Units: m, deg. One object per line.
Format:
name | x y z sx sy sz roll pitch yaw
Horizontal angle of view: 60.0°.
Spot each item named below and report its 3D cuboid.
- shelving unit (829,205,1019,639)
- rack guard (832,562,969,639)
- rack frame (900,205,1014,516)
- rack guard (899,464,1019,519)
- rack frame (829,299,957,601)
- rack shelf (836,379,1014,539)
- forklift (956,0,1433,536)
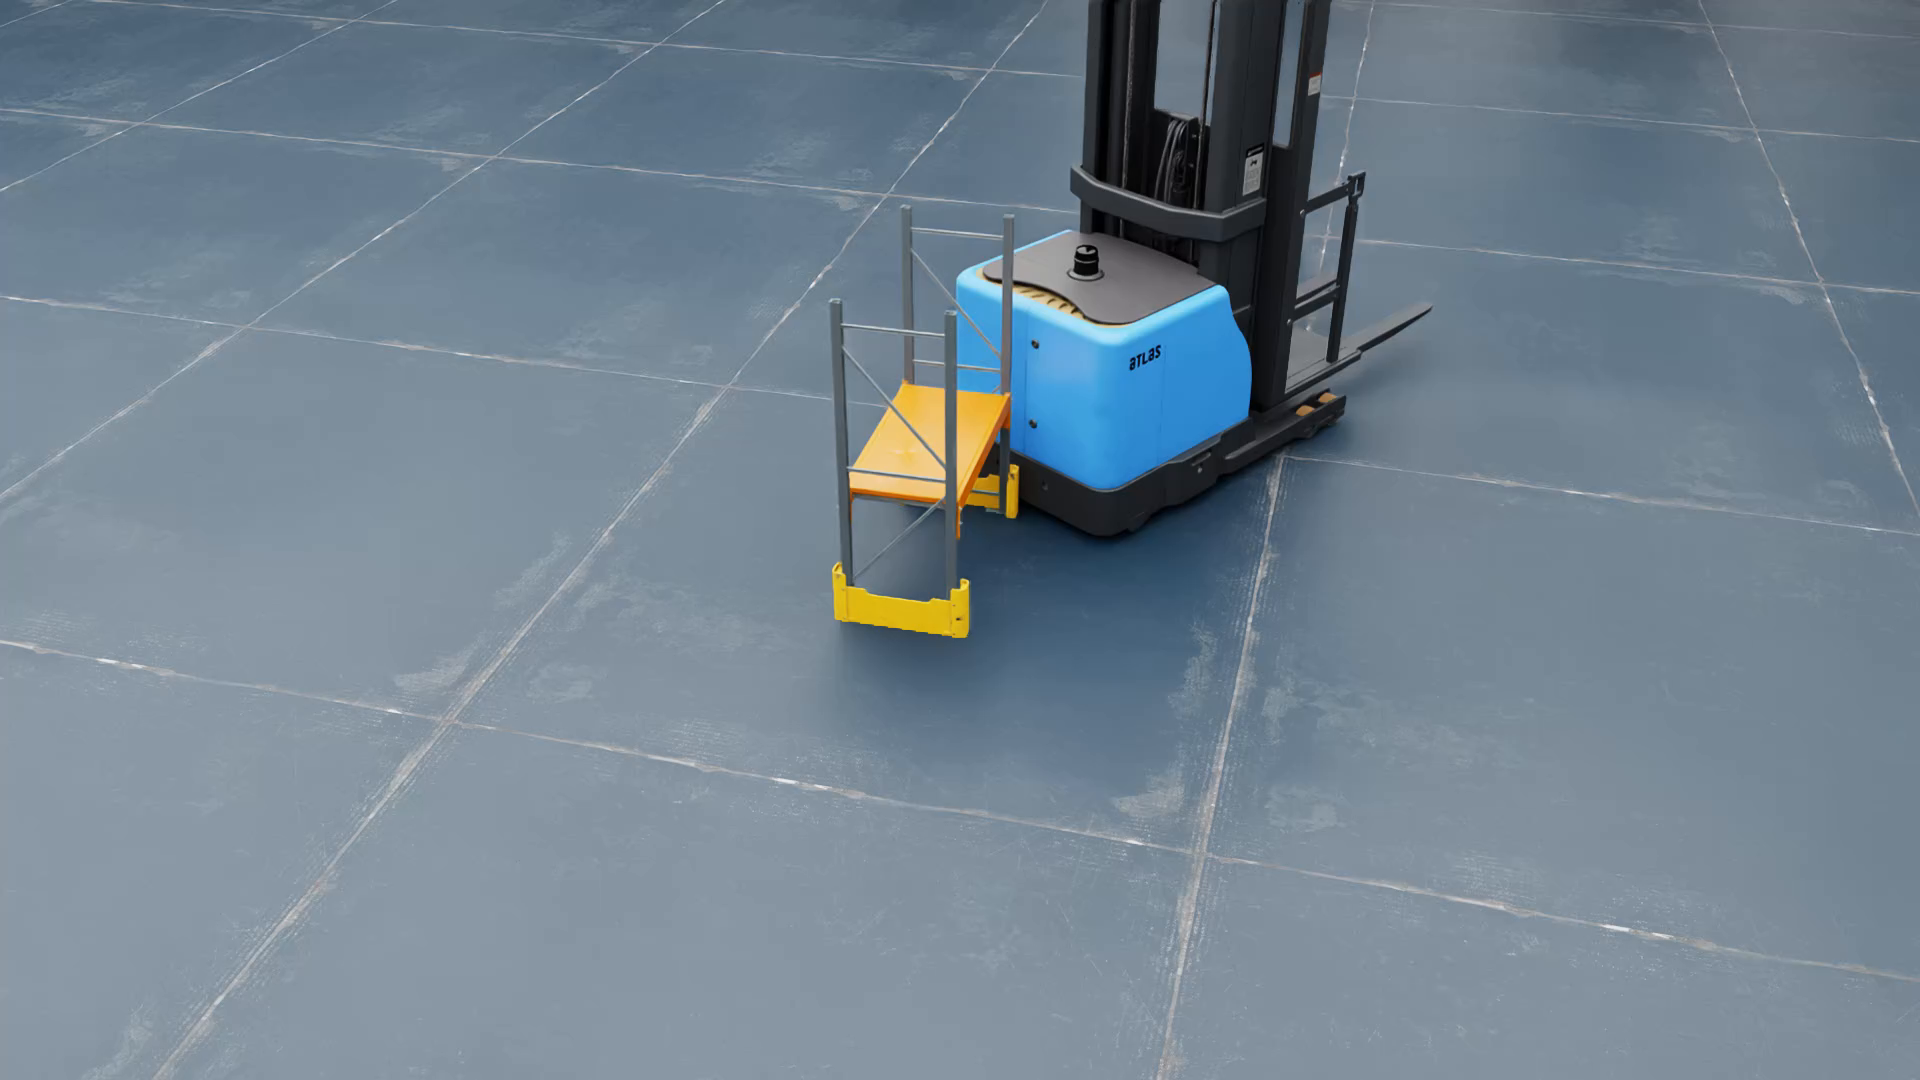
shelving unit | -0.133 -0.529 7.184 0.587 1.500 1.083 8 33 12
rack guard | -0.252 0.258 7.111 0.587 0.250 0.087 8 33 12
rack frame | -0.013 -0.789 7.593 0.500 1.500 0.032 8 33 12
rack guard | -0.013 -0.261 7.927 0.587 0.250 0.087 8 33 12
rack frame | -0.257 -0.259 6.760 0.500 1.500 0.032 8 33 12
rack shelf | -0.135 -0.372 7.273 0.538 0.185 1.000 8 33 12
forklift | 1.371 -1.940 8.070 3.031 2.935 1.130 -28 42 -36
